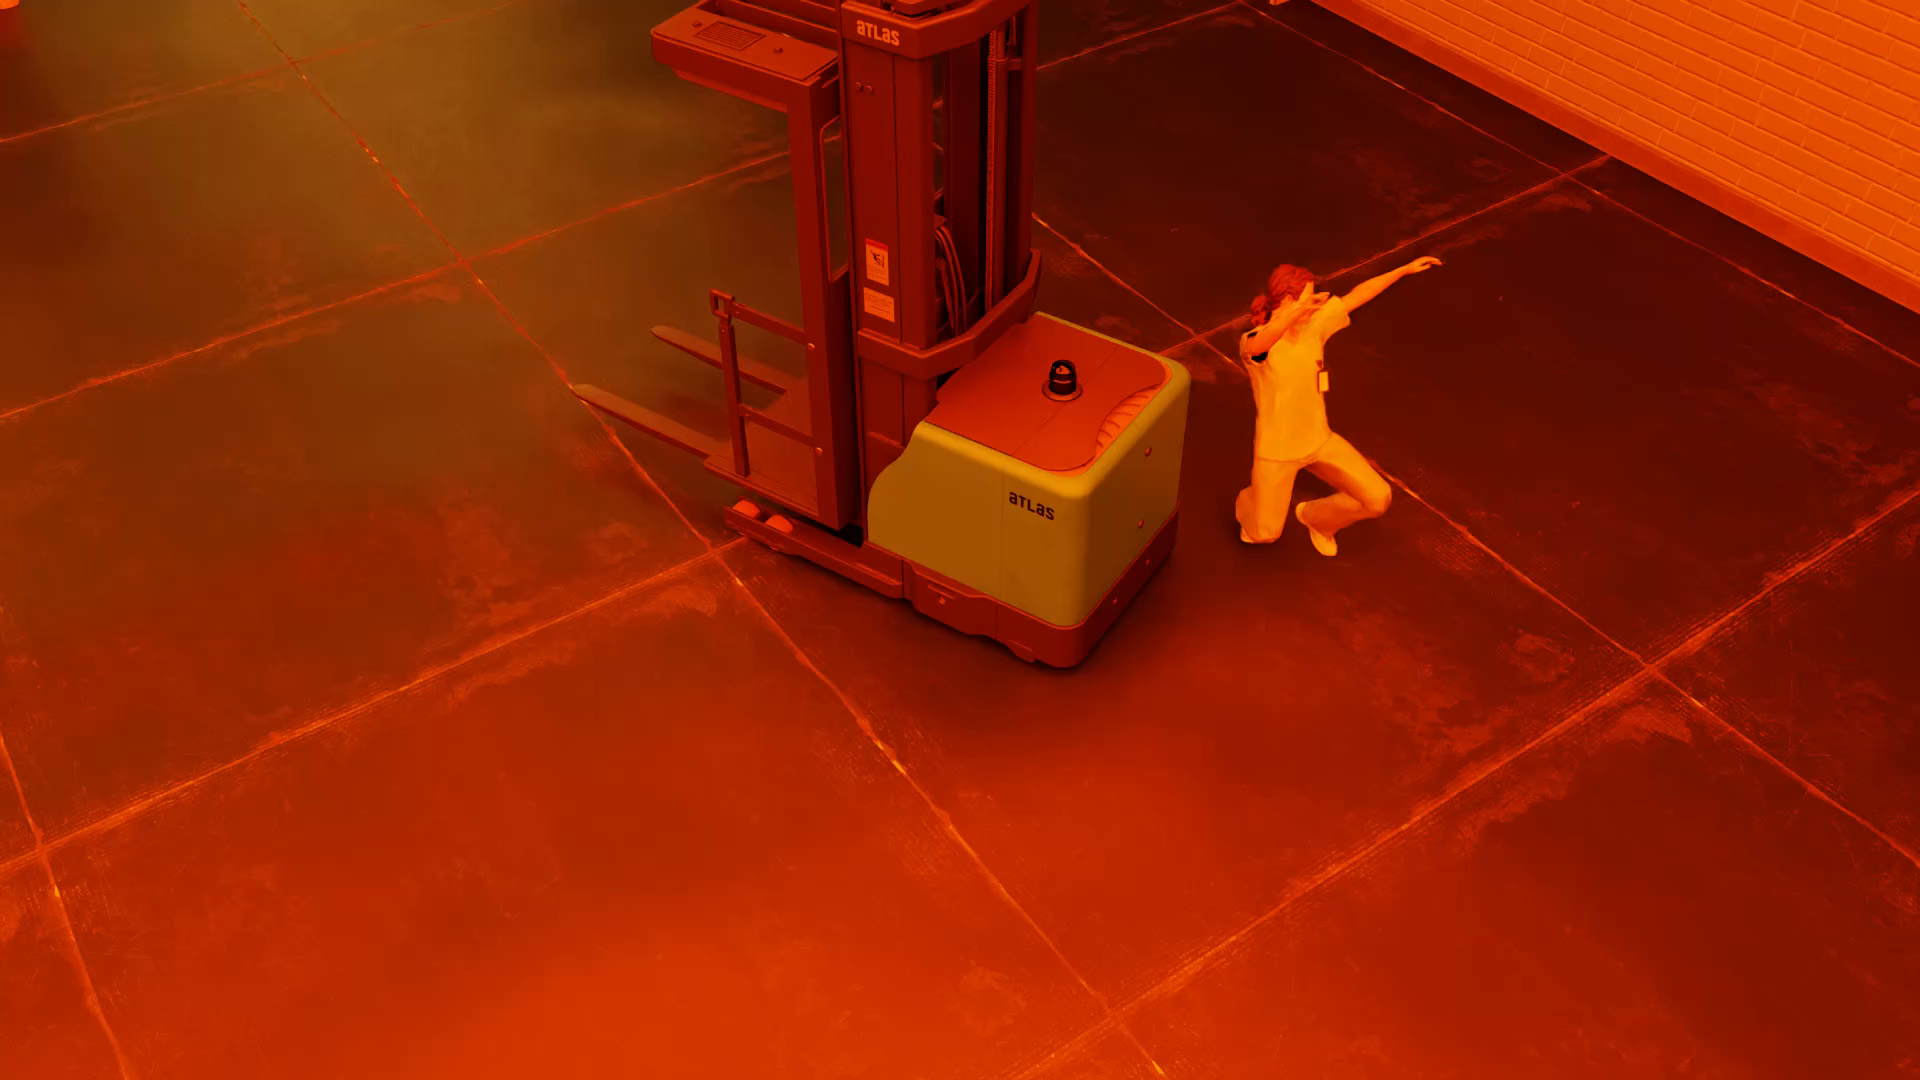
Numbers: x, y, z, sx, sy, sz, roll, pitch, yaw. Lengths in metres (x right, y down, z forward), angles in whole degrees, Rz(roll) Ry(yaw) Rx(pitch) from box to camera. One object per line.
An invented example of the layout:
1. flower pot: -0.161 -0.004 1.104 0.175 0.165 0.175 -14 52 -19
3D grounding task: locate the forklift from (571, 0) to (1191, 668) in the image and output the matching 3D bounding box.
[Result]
1. forklift: -0.511 -1.302 7.129 3.031 2.935 1.130 24 48 24

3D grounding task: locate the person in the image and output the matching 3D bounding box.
1. person: 1.653 -0.570 7.357 0.951 1.566 0.781 -15 45 -15
